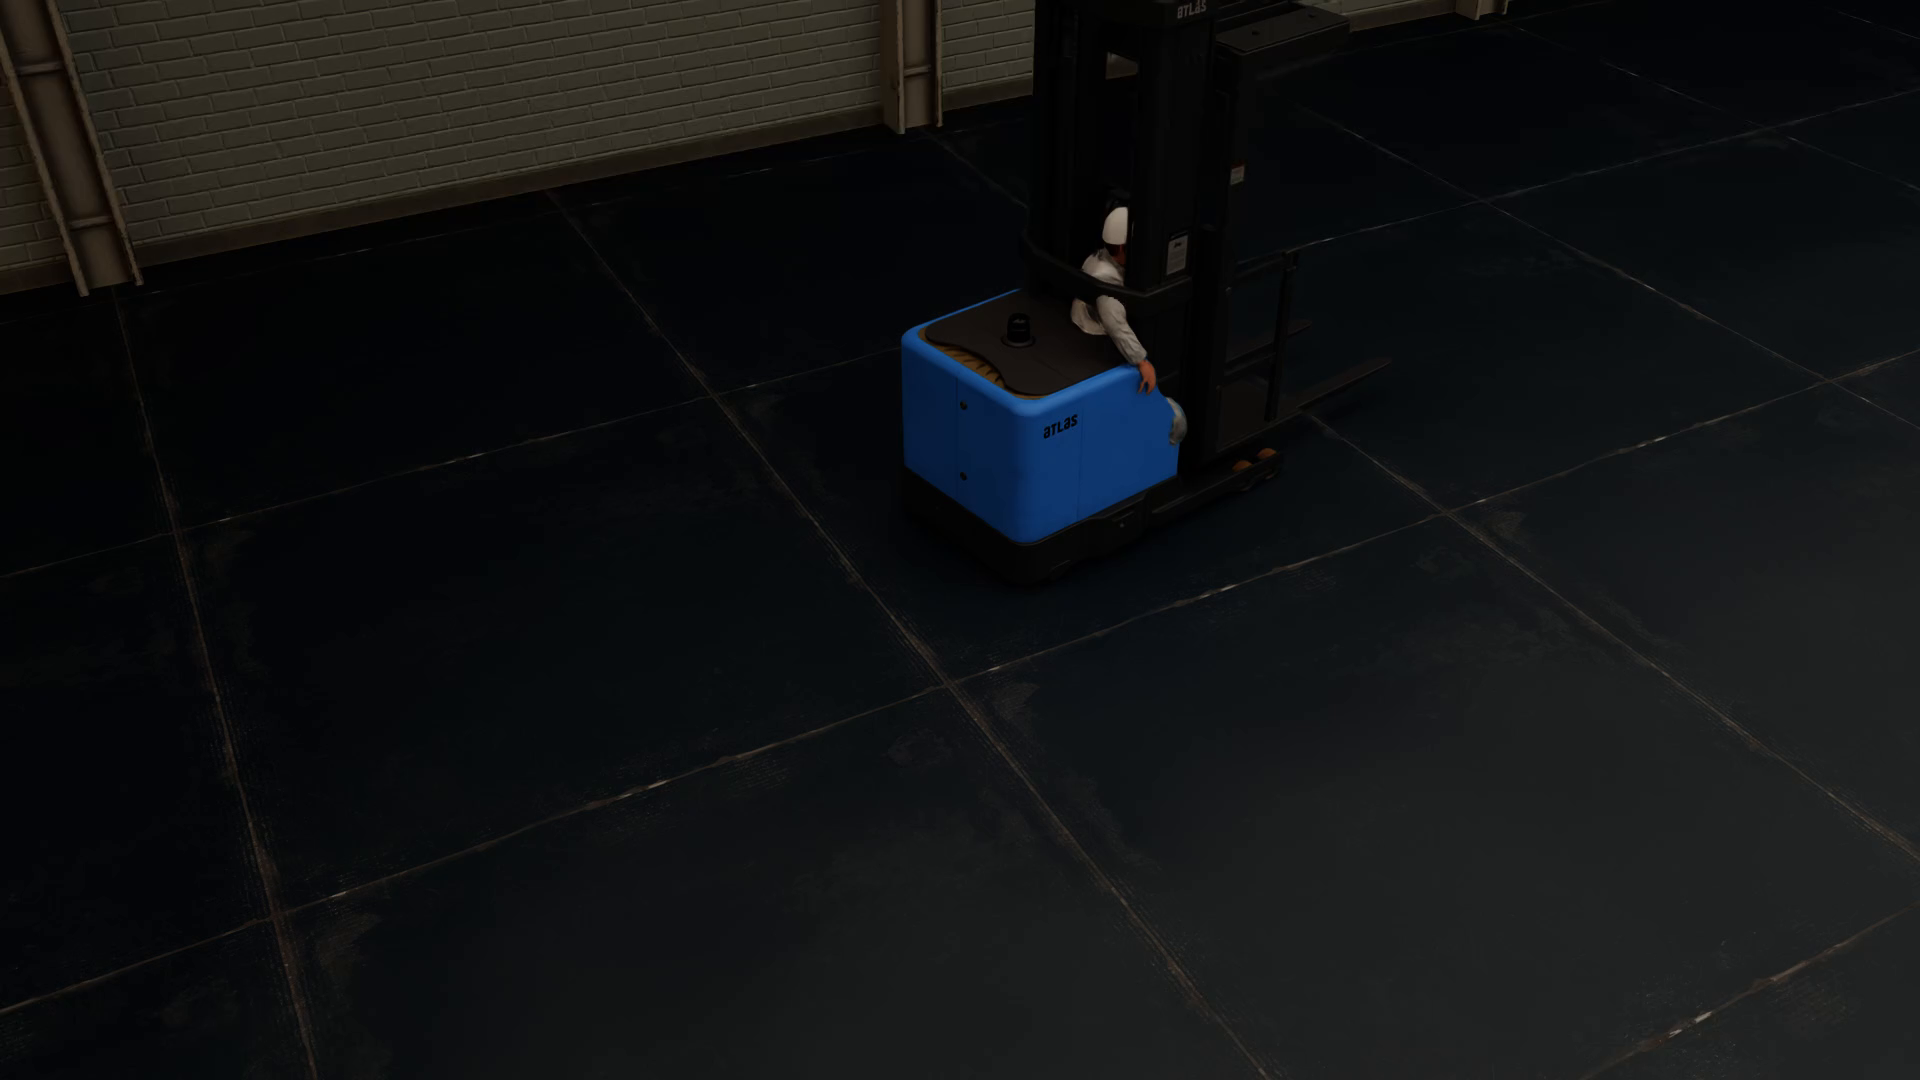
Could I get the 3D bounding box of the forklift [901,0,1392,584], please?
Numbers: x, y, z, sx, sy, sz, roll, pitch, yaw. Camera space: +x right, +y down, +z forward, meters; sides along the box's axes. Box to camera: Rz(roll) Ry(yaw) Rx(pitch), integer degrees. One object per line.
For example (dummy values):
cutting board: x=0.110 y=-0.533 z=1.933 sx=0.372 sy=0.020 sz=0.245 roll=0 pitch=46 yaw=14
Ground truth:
forklift: x=1.155 y=-1.677 z=8.495 sx=3.031 sy=2.935 sz=1.130 roll=-25 pitch=42 yaw=-31

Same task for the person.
person: x=0.946 y=-0.951 z=8.491 sx=0.815 sy=1.587 sz=1.019 roll=2 pitch=35 yaw=4
